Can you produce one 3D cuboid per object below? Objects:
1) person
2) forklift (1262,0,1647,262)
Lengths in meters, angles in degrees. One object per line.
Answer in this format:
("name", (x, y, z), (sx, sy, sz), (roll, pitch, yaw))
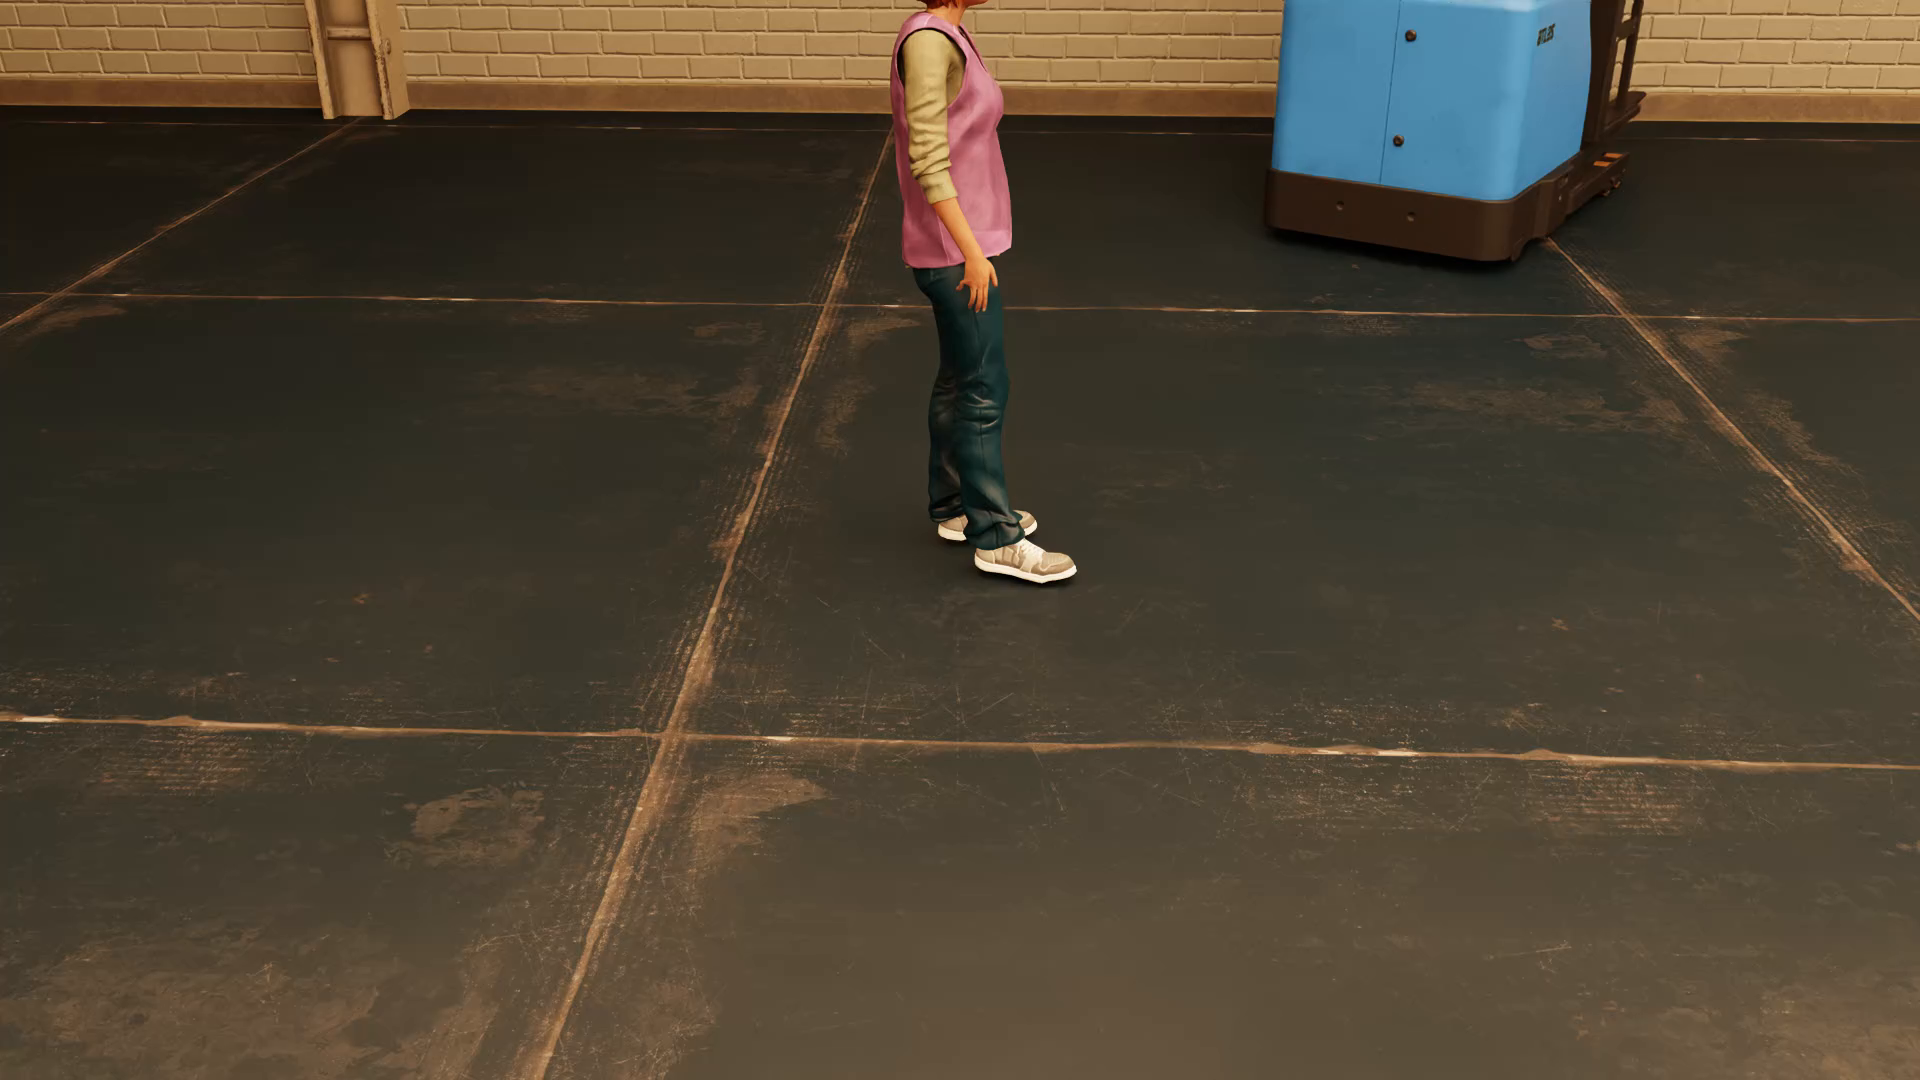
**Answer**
("person", (0.074, -0.715, 4.149), (0.473, 1.599, 0.520), (1, 26, 2))
("forklift", (2.529, -3.023, 7.336), (1.130, 2.935, 3.031), (16, 31, 30))
